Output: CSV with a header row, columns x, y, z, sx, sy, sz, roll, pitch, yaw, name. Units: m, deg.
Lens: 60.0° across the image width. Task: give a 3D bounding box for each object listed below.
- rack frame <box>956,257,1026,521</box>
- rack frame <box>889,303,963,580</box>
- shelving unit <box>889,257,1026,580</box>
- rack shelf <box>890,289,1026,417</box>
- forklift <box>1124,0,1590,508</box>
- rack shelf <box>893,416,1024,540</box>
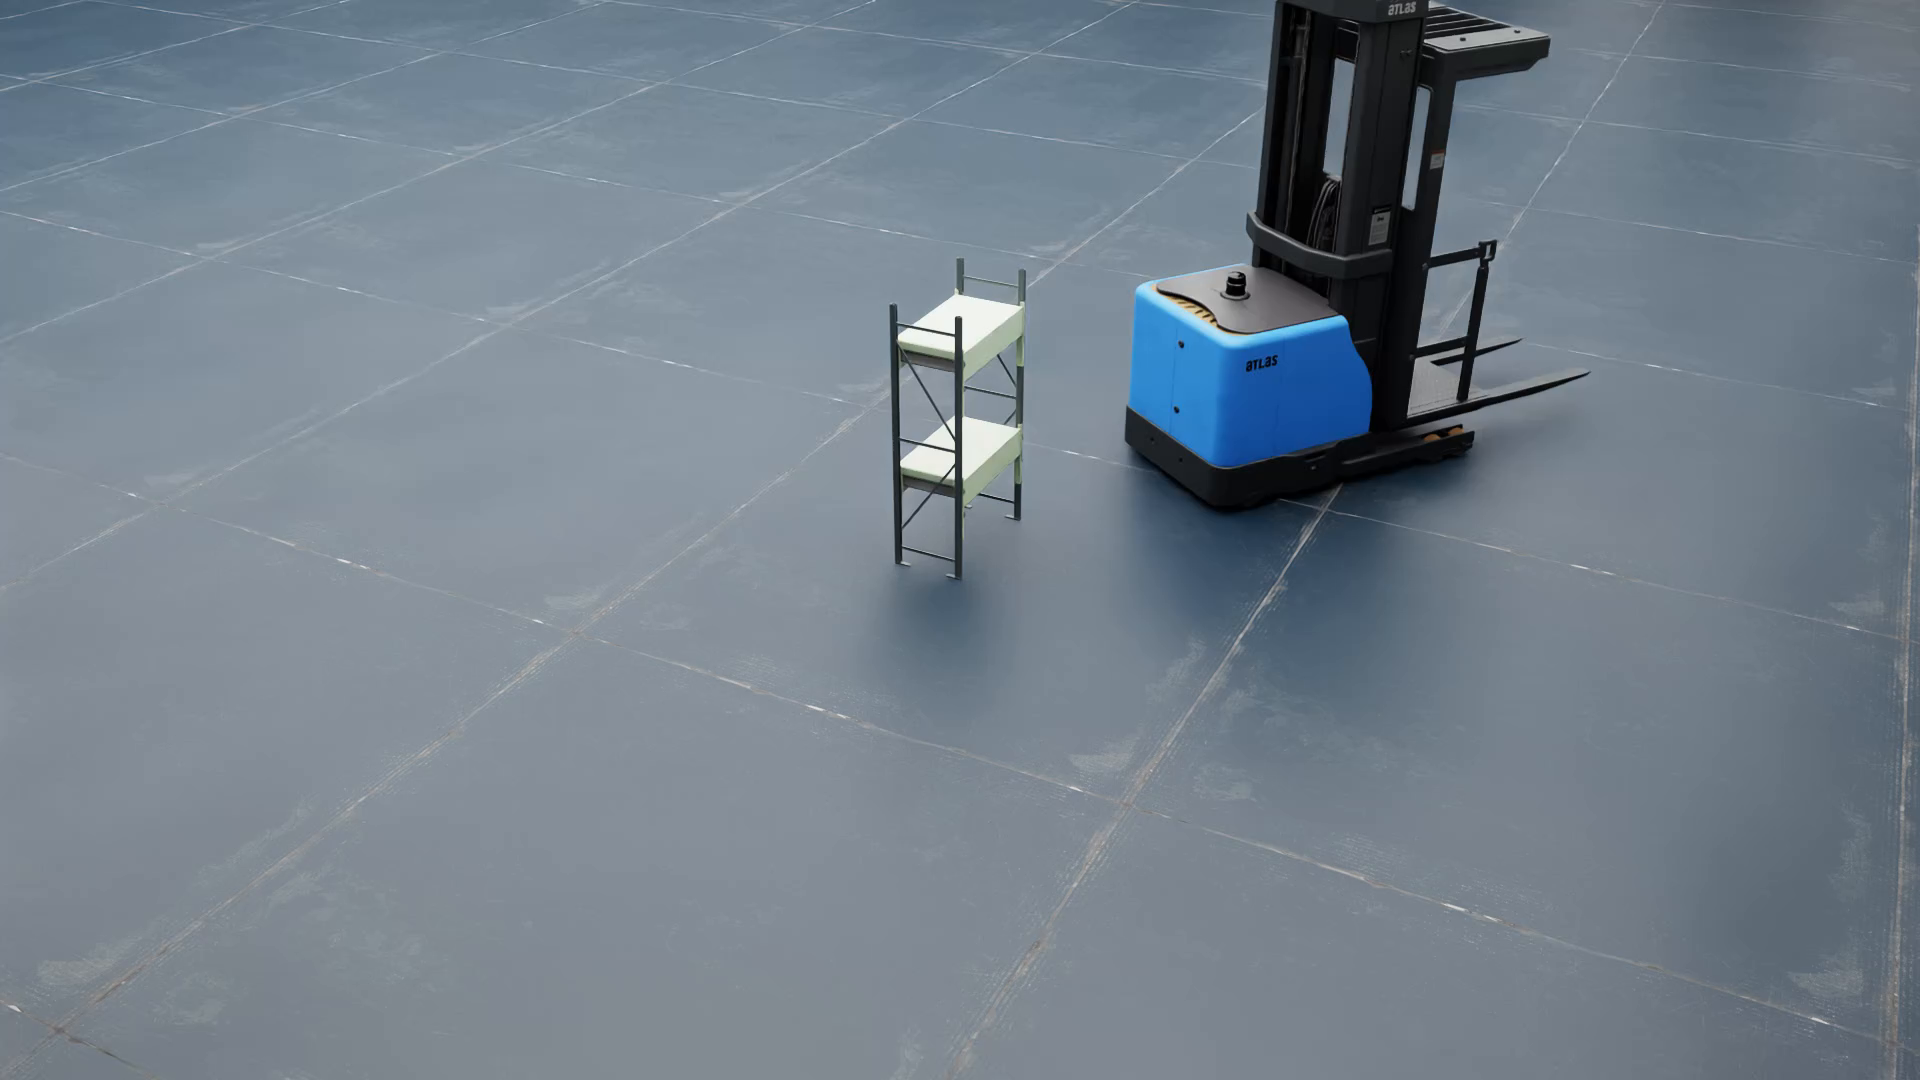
x,y,z,sx,sy,sz,roll,pitch,yaw,name
0.164,-0.810,9.154,0.400,1.500,0.023,14,33,23,rack frame
-0.170,-0.485,8.589,0.400,1.500,0.023,14,33,23,rack frame
-0.003,-0.647,8.871,0.431,1.500,0.755,14,33,23,shelving unit
-0.003,-0.986,8.677,0.431,0.370,0.720,14,33,23,rack shelf
2.555,-1.960,9.720,3.031,2.935,1.130,-14,33,-24,forklift
-0.003,-0.365,9.034,0.431,0.370,0.720,14,33,23,rack shelf
